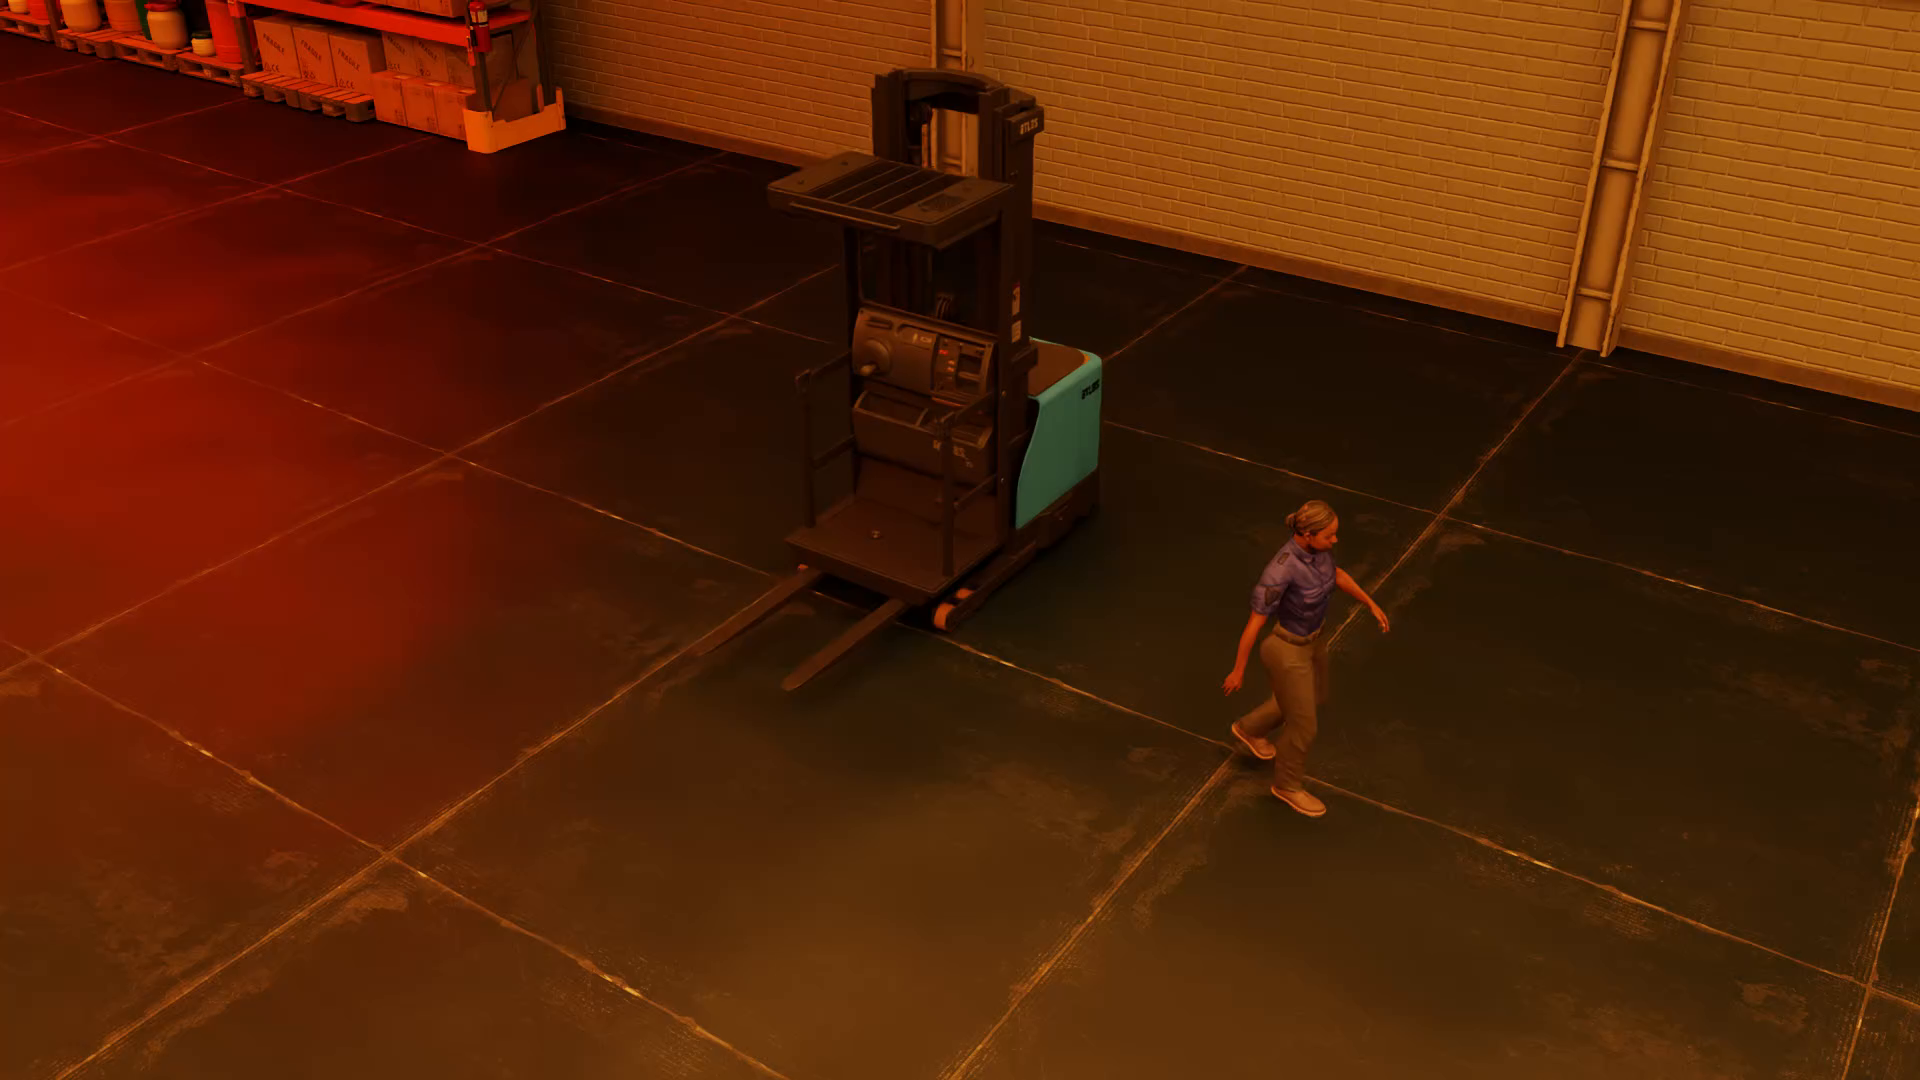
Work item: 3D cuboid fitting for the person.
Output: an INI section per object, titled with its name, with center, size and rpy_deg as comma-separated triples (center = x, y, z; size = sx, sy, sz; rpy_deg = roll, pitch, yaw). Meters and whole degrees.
[person]
center = 1.605, 0.531, 7.964
size = 0.663, 1.641, 0.779
rpy_deg = 18, 35, 28

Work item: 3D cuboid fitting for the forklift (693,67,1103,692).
[forklift]
center = -0.333, -1.010, 9.320
size = 1.130, 2.935, 3.031
rpy_deg = 19, 35, 29
